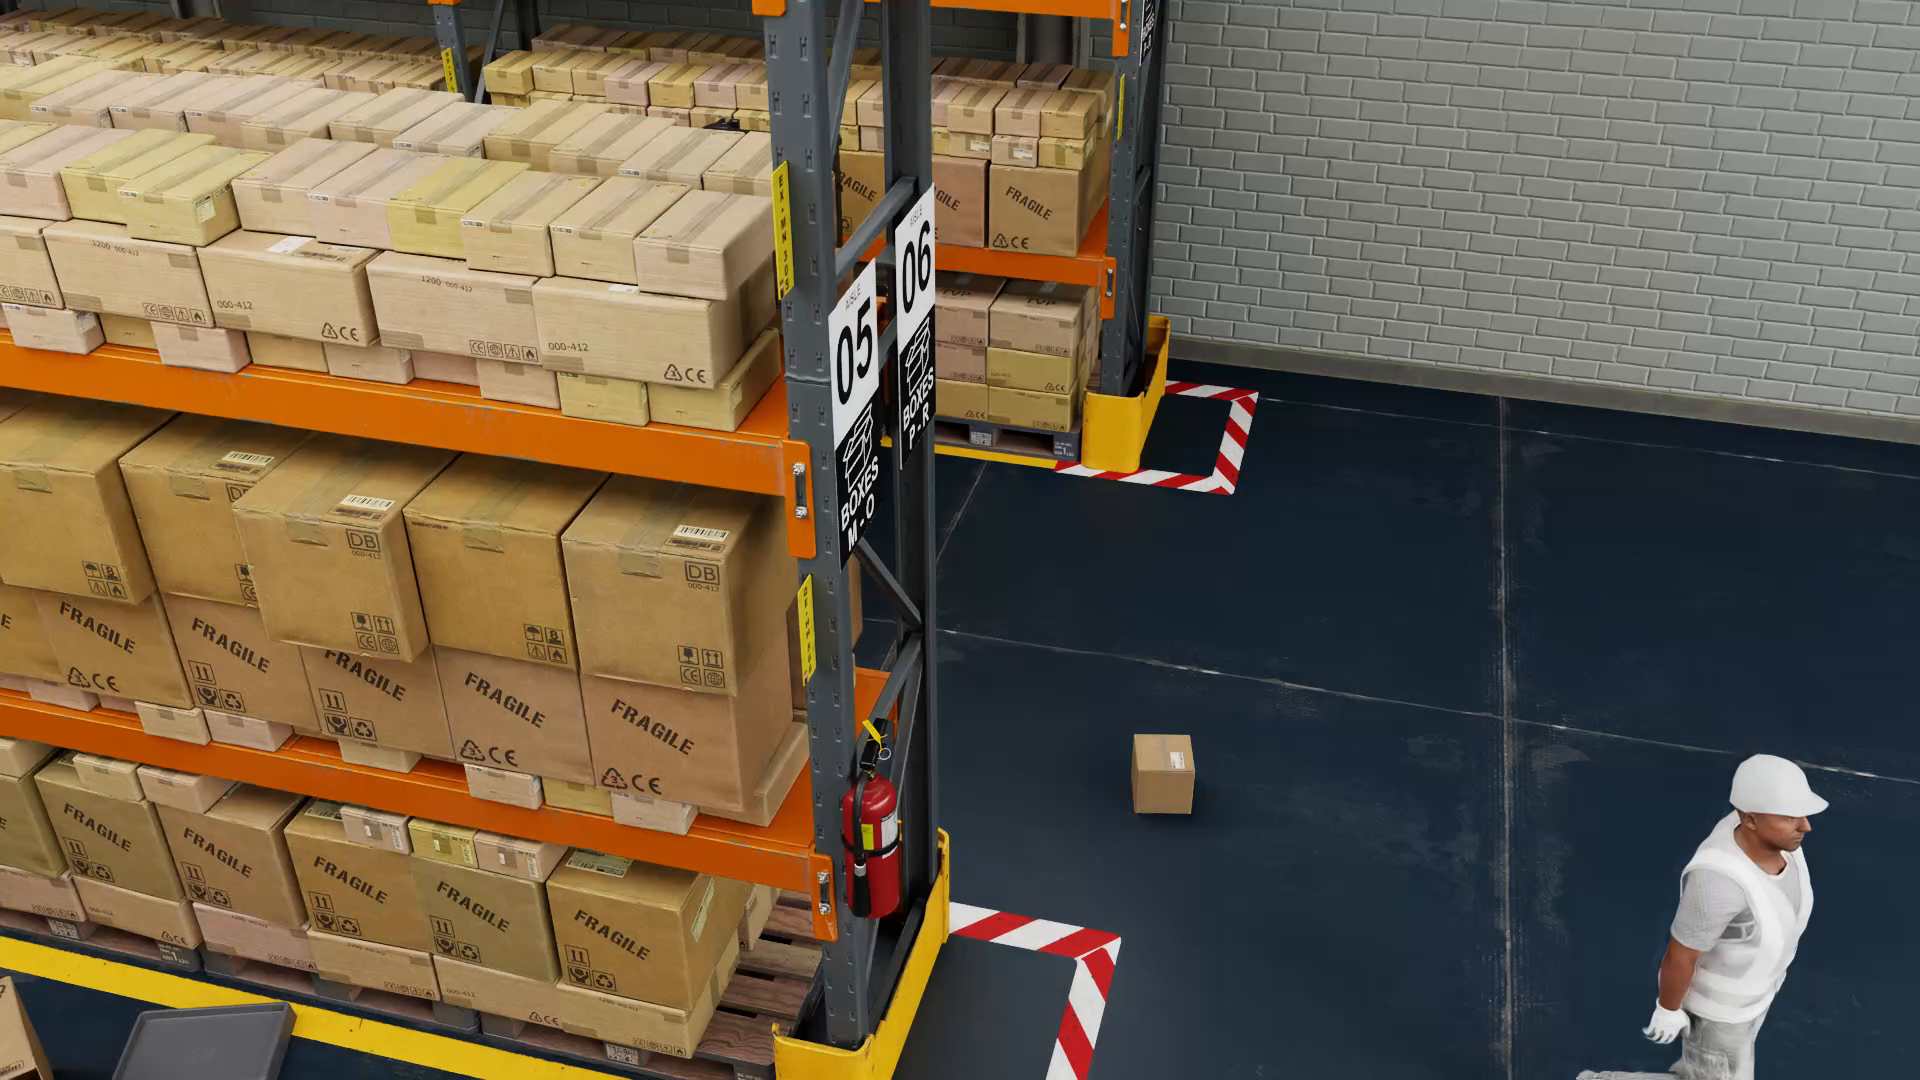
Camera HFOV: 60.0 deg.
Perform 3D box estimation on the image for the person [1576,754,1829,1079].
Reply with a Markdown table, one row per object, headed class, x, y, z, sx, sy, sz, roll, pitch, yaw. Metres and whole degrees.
| class | x | y | z | sx | sy | sz | roll | pitch | yaw |
| --- | --- | --- | --- | --- | --- | --- | --- | --- | --- |
| person | 2.424 | 1.418 | 5.383 | 0.543 | 1.771 | 0.551 | 26 | 41 | 35 |
